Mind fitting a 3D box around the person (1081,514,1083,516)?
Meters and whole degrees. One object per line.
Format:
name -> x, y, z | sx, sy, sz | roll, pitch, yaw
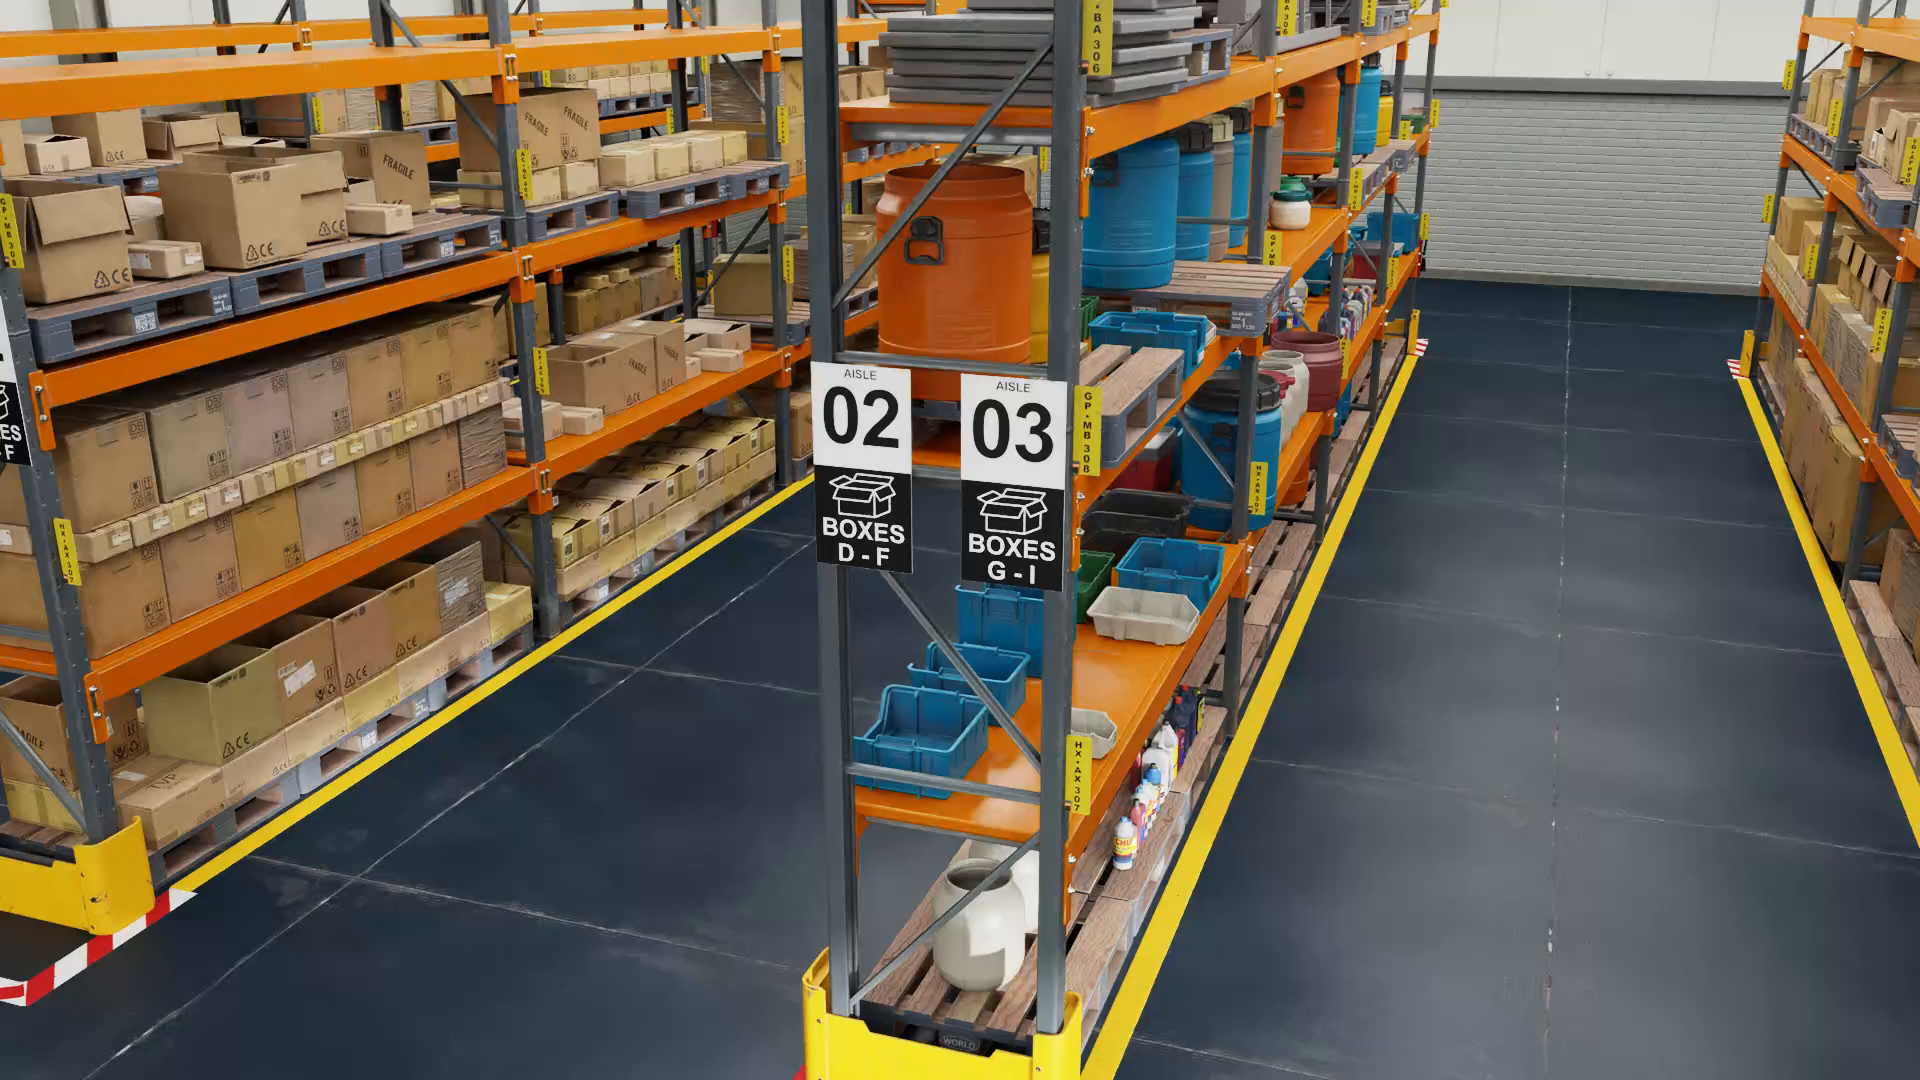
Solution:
person -> 0.662, -0.177, 12.002 | 0.502, 1.699, 0.517 | -17, 25, -41
